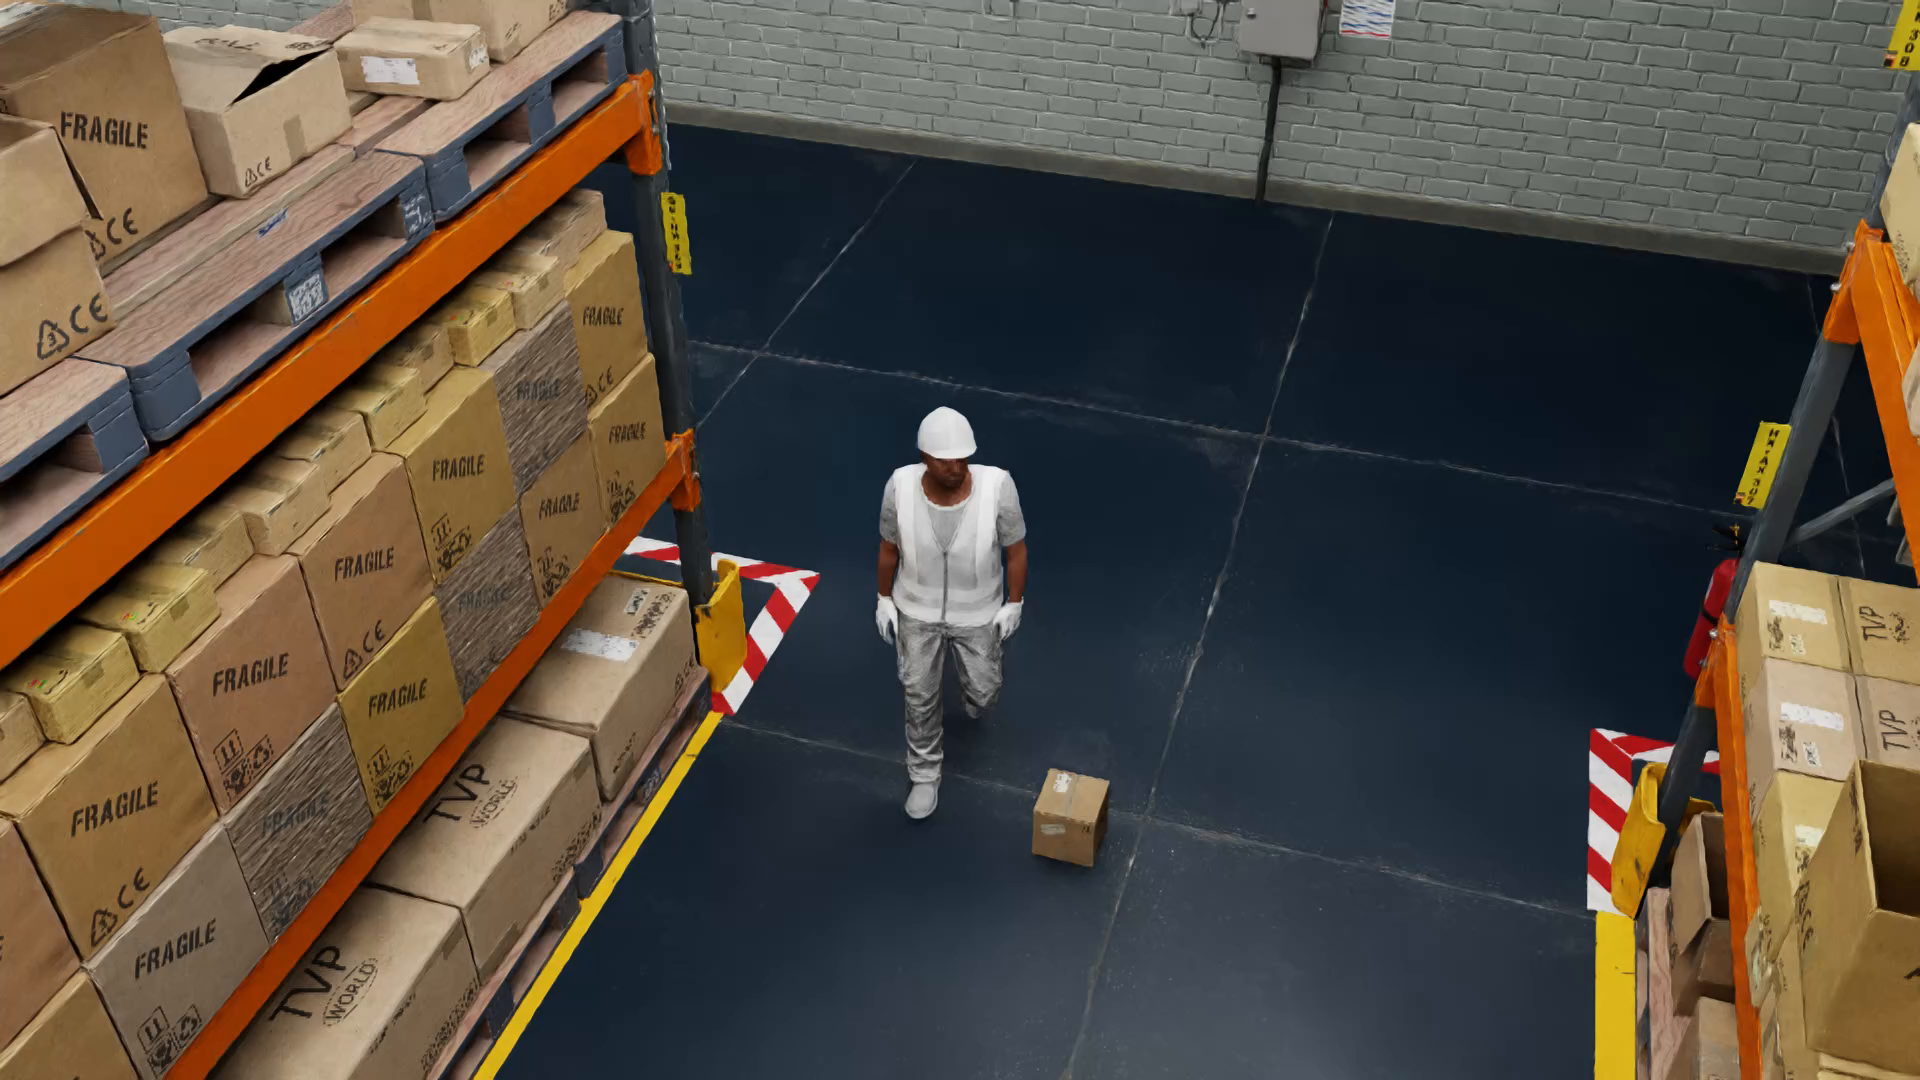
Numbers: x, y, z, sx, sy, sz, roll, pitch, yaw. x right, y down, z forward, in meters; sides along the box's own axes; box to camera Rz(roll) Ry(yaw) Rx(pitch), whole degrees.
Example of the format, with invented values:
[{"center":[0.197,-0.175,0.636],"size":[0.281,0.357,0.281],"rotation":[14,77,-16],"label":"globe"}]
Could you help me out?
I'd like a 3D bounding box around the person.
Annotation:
[{"center":[-0.036,0.236,6.566],"size":[0.598,1.772,0.783],"rotation":[3,37,4],"label":"person"}]
